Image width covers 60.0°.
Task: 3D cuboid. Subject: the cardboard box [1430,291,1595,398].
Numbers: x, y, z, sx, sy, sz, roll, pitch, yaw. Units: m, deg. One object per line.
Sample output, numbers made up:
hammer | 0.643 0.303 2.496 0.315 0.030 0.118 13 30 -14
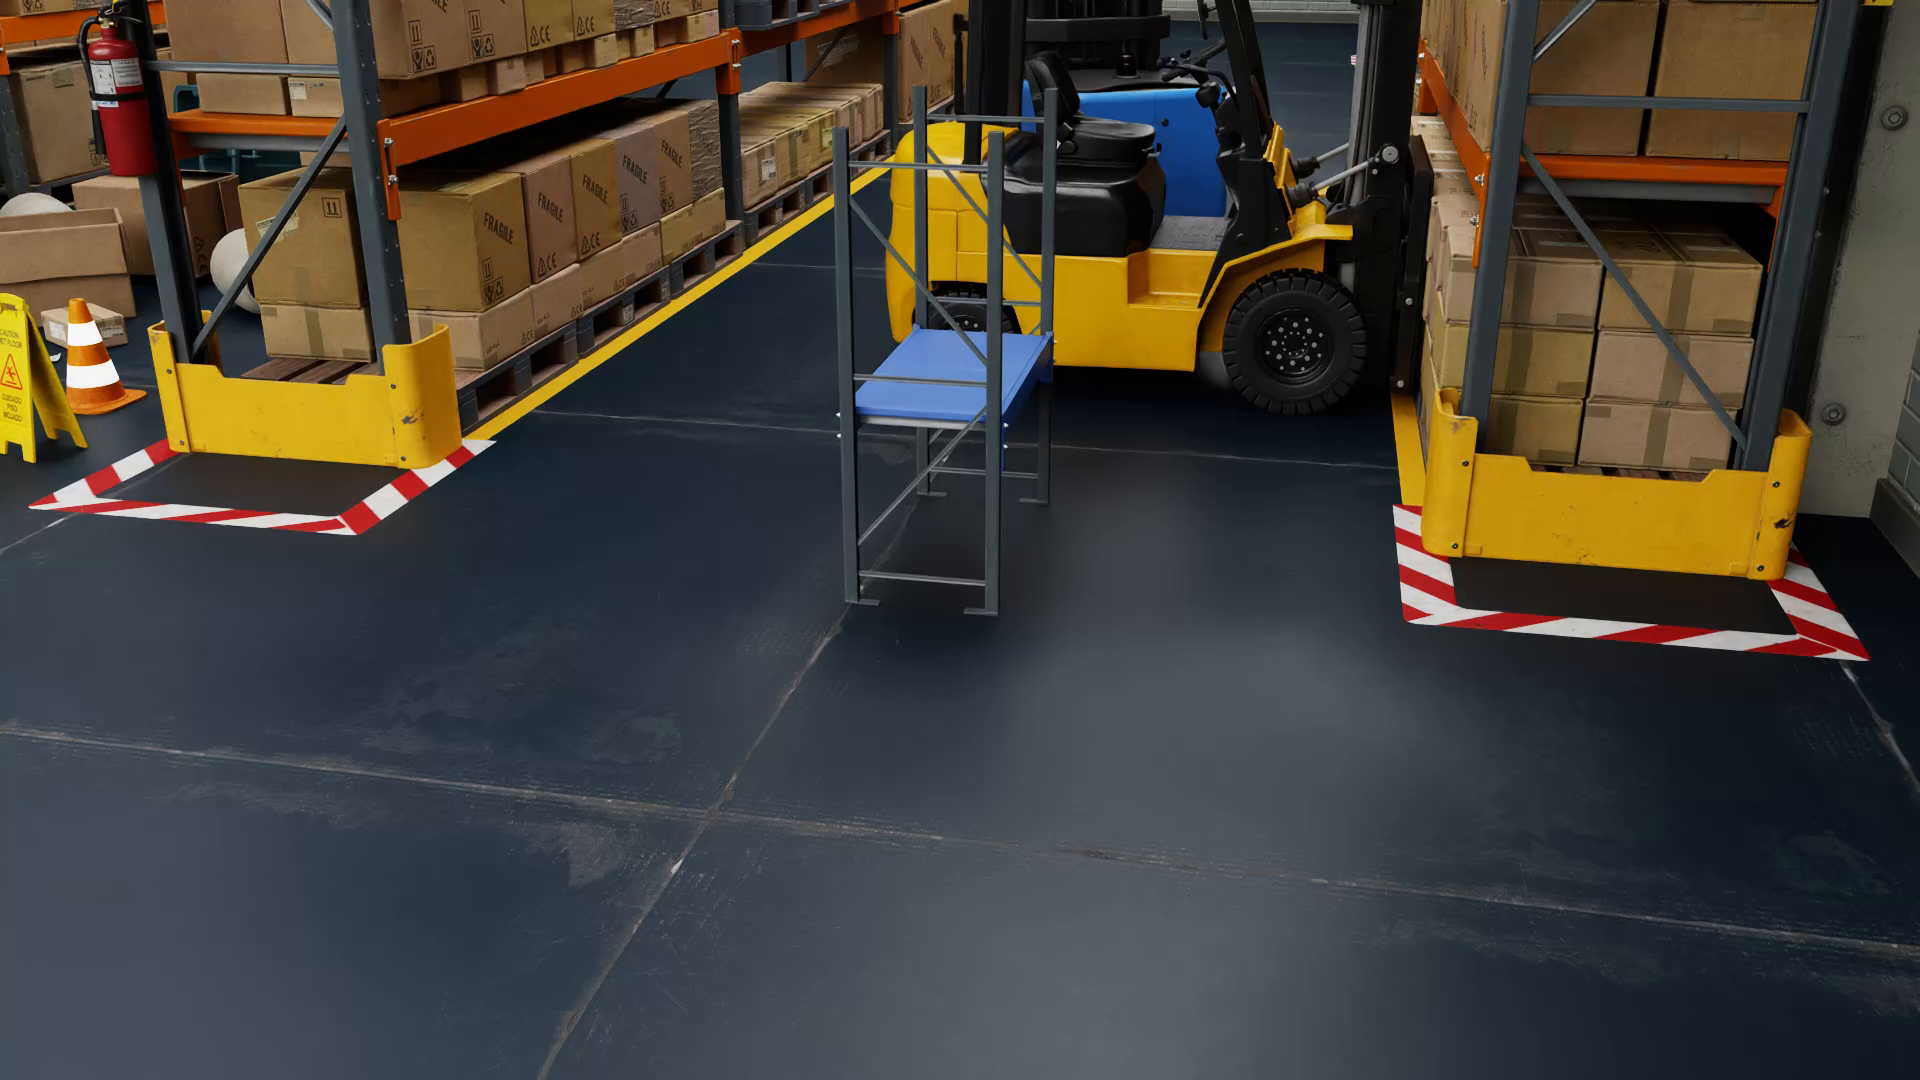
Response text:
cardboard box | 2.006 -0.722 6.080 0.500 0.250 0.500 4 22 10

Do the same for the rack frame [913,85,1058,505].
rack frame | 0.086 -0.850 5.958 0.500 1.500 0.032 4 22 11

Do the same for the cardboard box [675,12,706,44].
cardboard box | -1.642 -2.859 9.275 0.380 0.149 0.250 5 22 12

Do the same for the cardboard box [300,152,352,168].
cardboard box | -2.730 -1.766 7.470 0.380 0.149 0.250 5 22 12

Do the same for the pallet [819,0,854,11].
pallet | -1.379 -3.855 11.668 1.003 0.211 1.213 4 22 11

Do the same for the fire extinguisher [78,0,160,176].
fire extinguisher | -3.122 -1.703 6.170 0.296 0.674 0.183 4 22 11

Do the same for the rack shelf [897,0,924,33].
rack shelf | -0.607 -5.069 15.388 1.077 0.370 4.000 4 22 11

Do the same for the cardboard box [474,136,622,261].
cardboard box | -1.995 -1.670 8.099 0.500 0.500 0.500 5 22 12

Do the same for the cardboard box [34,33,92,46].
cardboard box | -10.193 -5.536 17.867 1.225 0.875 0.875 4 22 9

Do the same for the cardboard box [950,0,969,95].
cardboard box | -0.424 -4.780 15.988 0.875 0.875 0.875 5 22 12

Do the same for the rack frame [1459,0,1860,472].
rack frame | 2.213 -1.369 5.237 1.000 3.000 0.127 4 22 11

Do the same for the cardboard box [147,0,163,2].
cardboard box | -6.120 -4.134 11.970 0.500 0.500 0.500 4 22 11

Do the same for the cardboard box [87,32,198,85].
cardboard box | -6.269 -3.627 13.294 1.050 0.750 0.750 5 22 12

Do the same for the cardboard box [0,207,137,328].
cardboard box | -4.767 -1.423 8.713 0.797 0.503 0.637 -11 25 -26

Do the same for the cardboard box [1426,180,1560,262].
cardboard box | 2.193 -1.316 6.887 0.500 0.250 0.500 5 22 12

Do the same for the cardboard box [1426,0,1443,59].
cardboard box | 2.683 -2.735 8.497 0.500 0.500 0.500 4 22 9

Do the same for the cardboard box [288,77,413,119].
cardboard box | -2.375 -1.738 6.489 0.380 0.149 0.250 5 22 11

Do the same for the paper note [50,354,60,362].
paper note | -4.403 -0.866 7.963 0.148 0.019 0.142 -3 22 -8

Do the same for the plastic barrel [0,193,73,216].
plastic barrel | -5.427 -1.822 9.811 0.421 0.421 0.512 -16 27 -35

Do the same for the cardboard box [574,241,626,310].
cardboard box | -2.001 -1.326 8.248 0.500 0.250 0.500 6 23 15

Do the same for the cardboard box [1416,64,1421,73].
cardboard box | 3.704 -3.161 12.303 0.875 0.625 0.625 5 23 13

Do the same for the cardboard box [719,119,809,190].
cardboard box | -1.583 -2.640 11.348 0.950 0.372 0.625 6 23 14

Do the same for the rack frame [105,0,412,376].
rack frame | -2.647 -1.746 6.173 1.000 3.000 0.127 4 22 11

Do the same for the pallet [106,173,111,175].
pallet | -6.367 -2.991 12.997 1.003 0.211 1.213 4 22 11

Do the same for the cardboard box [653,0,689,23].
cardboard box | -1.777 -3.023 8.811 0.500 0.500 0.500 5 23 13

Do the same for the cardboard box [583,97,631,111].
cardboard box | -2.216 -2.280 9.615 0.500 0.500 0.500 6 23 13

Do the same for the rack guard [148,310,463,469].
rack guard | -2.632 -0.614 6.709 1.175 0.500 0.348 4 22 11

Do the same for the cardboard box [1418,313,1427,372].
cardboard box | 2.221 -0.847 7.061 0.500 0.250 0.500 5 22 11

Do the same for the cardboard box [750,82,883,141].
cardboard box | -1.140 -3.441 13.339 0.950 0.372 0.625 3 22 7

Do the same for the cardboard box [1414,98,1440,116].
cardboard box | 3.290 -2.400 10.413 0.875 0.625 0.625 4 22 10

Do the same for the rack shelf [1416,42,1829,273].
rack shelf | 2.621 -1.766 7.187 1.077 0.370 4.000 4 22 11

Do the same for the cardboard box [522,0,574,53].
cardboard box | -2.074 -2.458 7.410 0.500 0.500 0.500 4 22 10

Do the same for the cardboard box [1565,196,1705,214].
cardboard box | 2.707 -1.278 6.792 0.500 0.250 0.500 4 22 11

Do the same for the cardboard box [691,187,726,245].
cardboard box | -1.689 -1.891 9.652 0.500 0.250 0.500 5 23 13

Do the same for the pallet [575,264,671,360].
pallet | -2.180 -1.219 8.598 1.003 0.211 1.213 4 22 11

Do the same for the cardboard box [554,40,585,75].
cardboard box | -2.010 -2.304 7.895 0.380 0.149 0.250 4 22 9

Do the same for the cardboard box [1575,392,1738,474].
cardboard box | 2.504 -0.453 6.081 0.500 0.250 0.500 5 22 11

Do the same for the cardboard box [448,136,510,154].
cardboard box | -2.526 -1.701 8.176 0.500 0.500 0.500 4 22 10

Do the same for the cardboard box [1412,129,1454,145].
cardboard box | 2.509 -1.875 8.275 0.500 0.250 0.500 4 22 11

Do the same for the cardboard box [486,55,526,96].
cardboard box | -2.107 -2.011 7.168 0.380 0.149 0.250 5 22 12

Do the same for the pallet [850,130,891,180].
pallet | -1.176 -3.092 13.249 1.003 0.211 1.213 4 22 11

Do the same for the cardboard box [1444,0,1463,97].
cardboard box | 2.367 -2.176 7.108 0.500 0.500 0.500 5 22 11

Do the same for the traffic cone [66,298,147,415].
traffic cone | -3.822 -0.824 7.281 0.336 0.463 0.334 4 22 11

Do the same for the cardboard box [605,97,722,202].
cardboard box | -1.689 -2.239 9.512 0.500 0.500 0.500 4 22 10

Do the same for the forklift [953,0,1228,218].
forklift | 0.548 -3.325 10.187 1.130 2.935 3.031 -8 23 -19

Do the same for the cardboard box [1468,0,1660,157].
cardboard box | 2.056 -1.615 5.714 0.500 0.500 0.500 4 22 10

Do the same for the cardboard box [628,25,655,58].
cardboard box | -1.802 -2.579 8.579 0.380 0.149 0.250 4 22 10

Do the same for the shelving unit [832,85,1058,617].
shelving unit | -0.017 -0.665 5.496 0.538 1.500 1.048 4 22 11
